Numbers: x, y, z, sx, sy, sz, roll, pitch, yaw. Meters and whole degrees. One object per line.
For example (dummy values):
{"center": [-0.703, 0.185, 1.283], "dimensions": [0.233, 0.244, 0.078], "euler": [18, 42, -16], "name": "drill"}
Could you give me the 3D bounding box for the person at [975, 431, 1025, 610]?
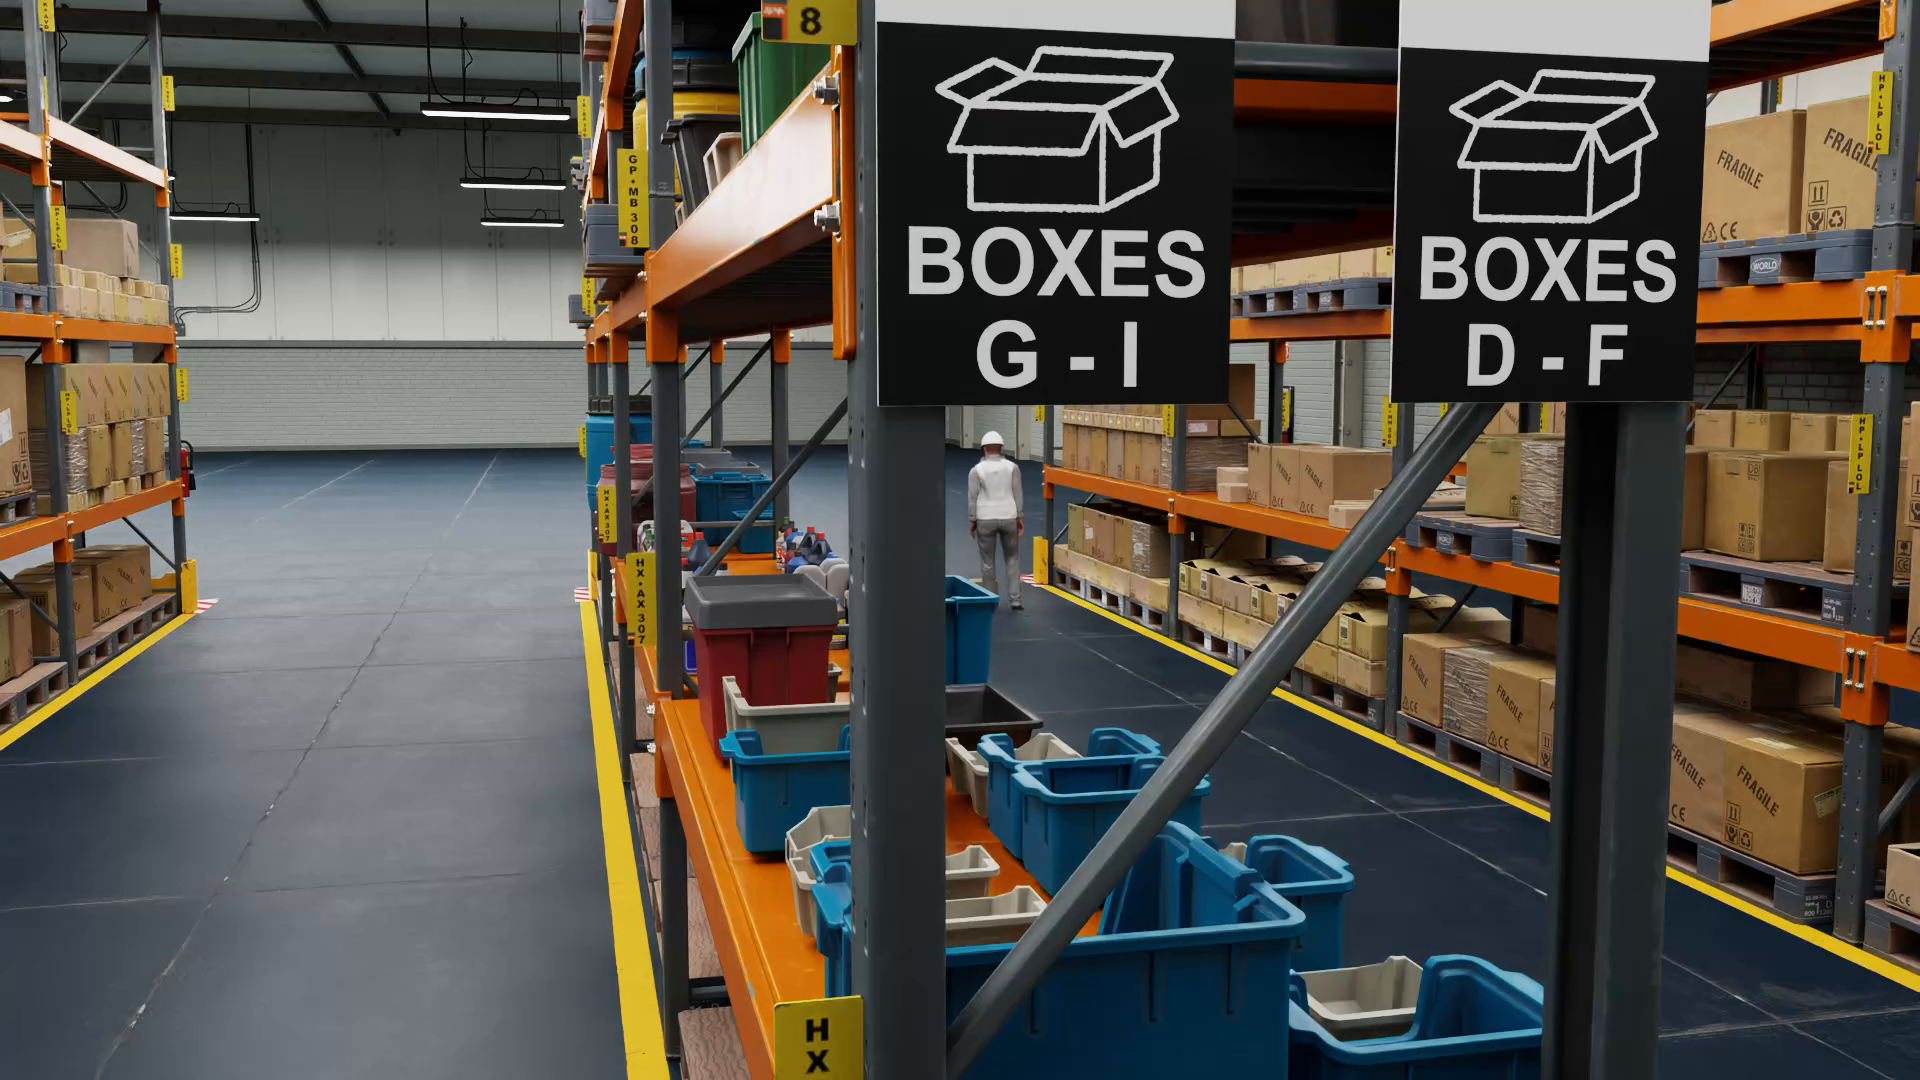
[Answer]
{"center": [0.390, -0.172, 16.507], "dimensions": [0.532, 1.819, 0.471], "euler": [-1, 6, -9], "name": "person"}
